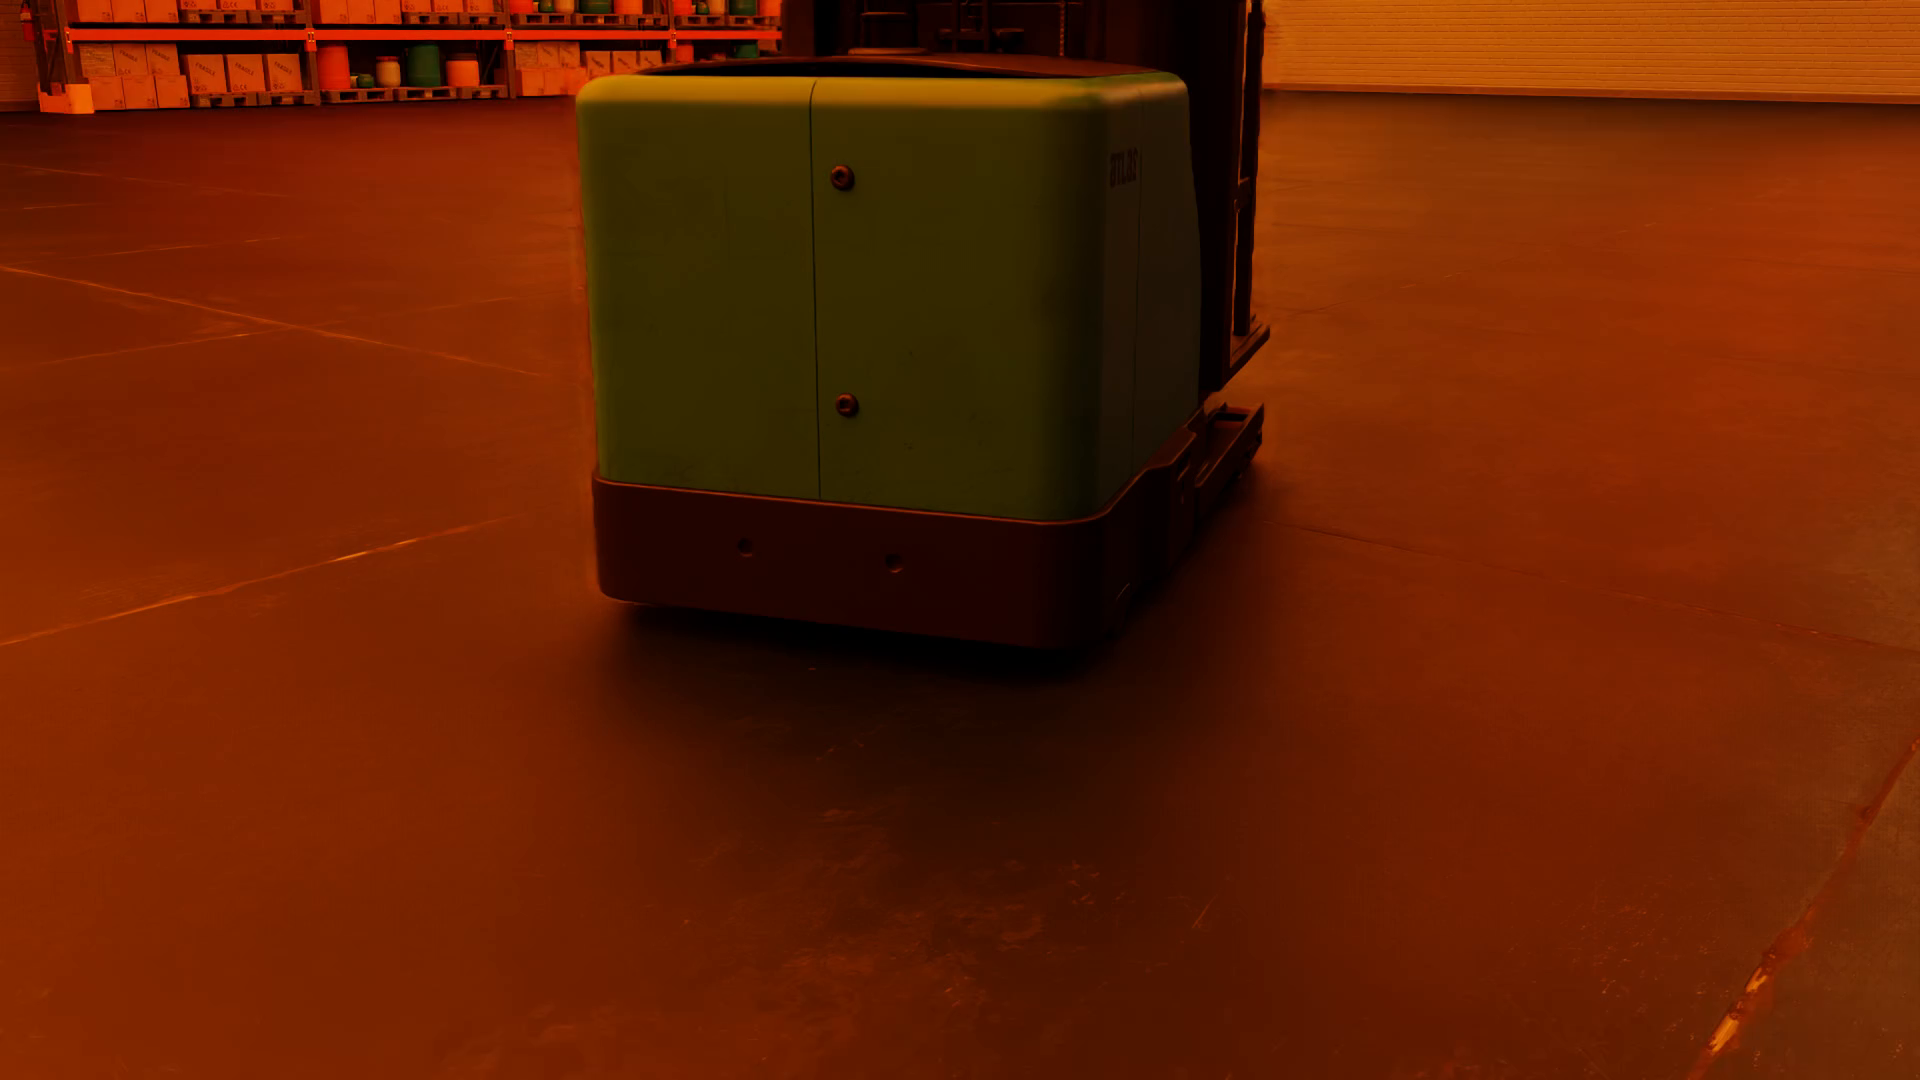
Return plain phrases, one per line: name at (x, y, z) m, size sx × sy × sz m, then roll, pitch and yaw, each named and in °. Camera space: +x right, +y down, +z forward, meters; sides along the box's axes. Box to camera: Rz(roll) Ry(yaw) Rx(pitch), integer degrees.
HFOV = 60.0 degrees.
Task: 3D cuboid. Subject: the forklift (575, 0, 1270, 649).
forklift at (0.216, -1.591, 4.137) m, size 1.130 × 2.935 × 3.031 m, roll 6°, pitch 18°, yaw 18°
